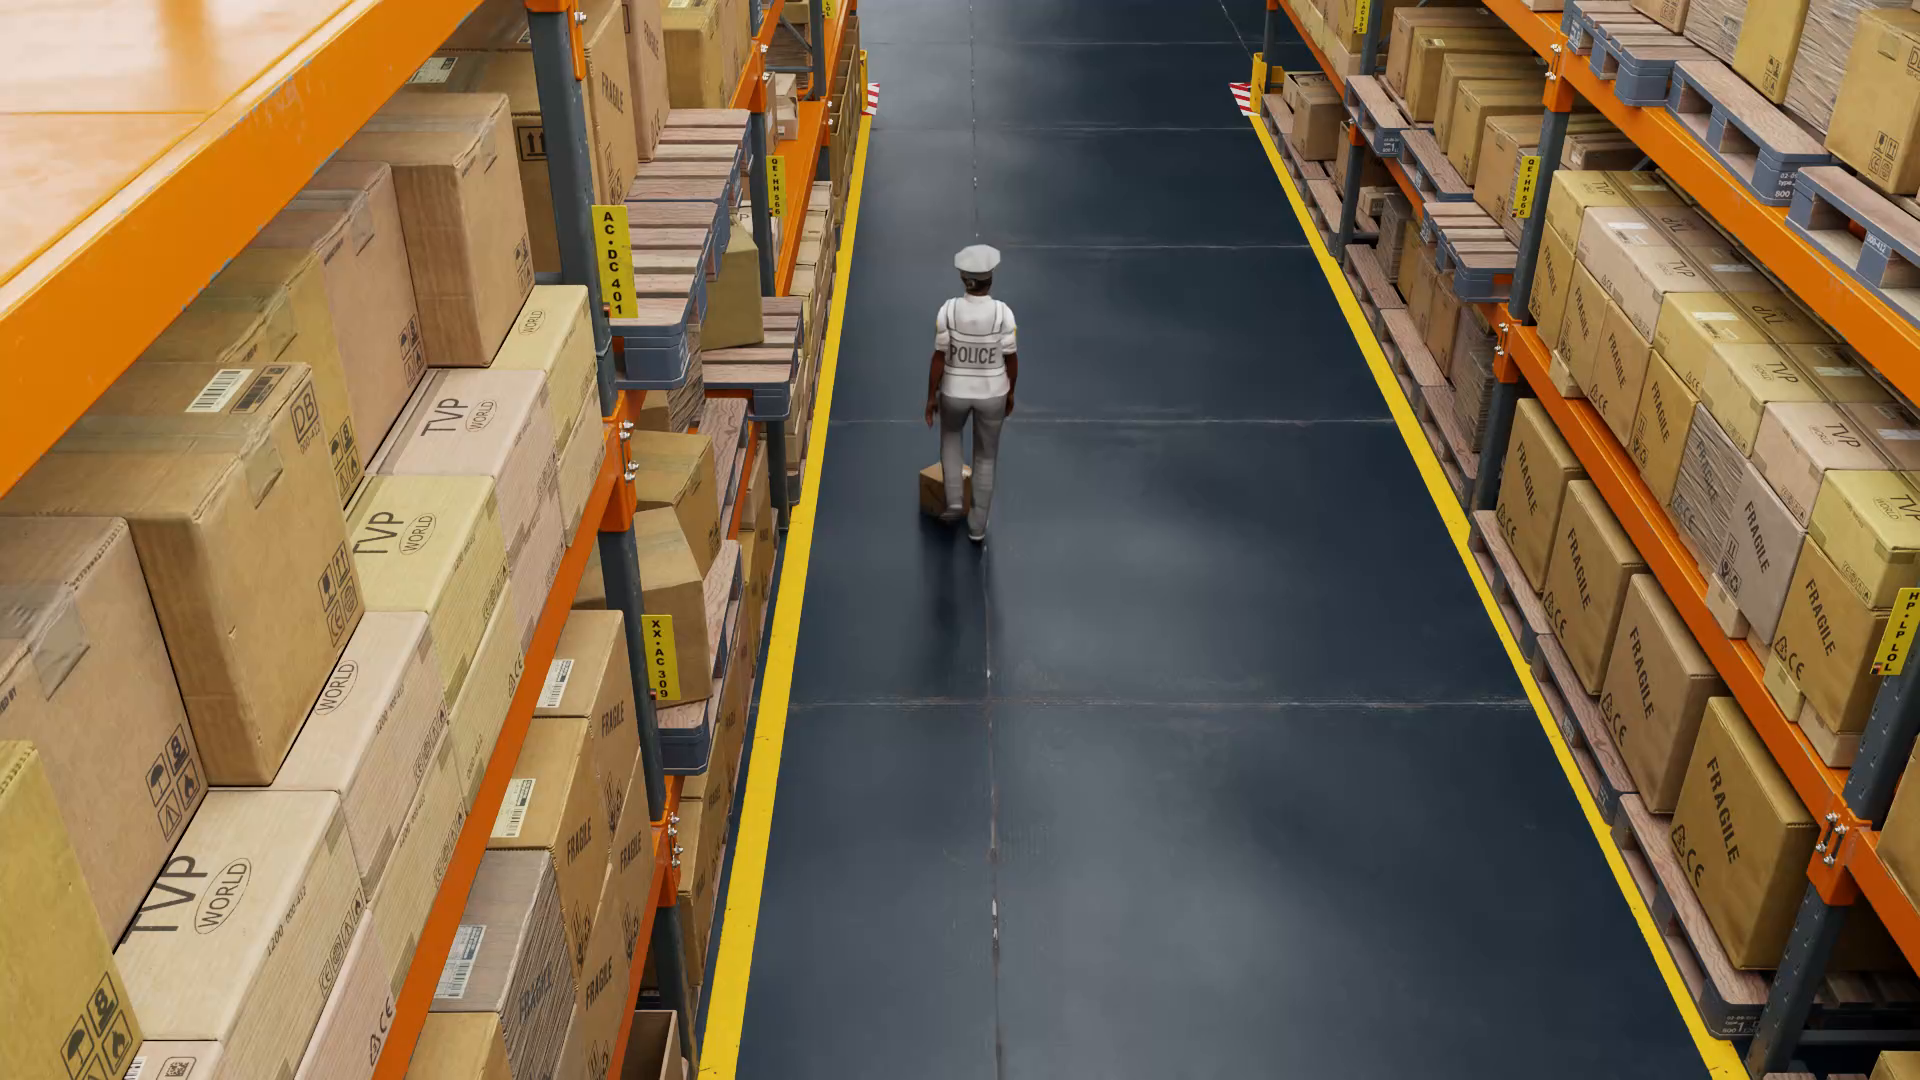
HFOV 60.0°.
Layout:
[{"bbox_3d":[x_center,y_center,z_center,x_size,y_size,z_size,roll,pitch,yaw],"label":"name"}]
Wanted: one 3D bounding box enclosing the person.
[{"bbox_3d":[0.069,-0.793,9.206,0.497,1.705,0.481,4,32,6],"label":"person"}]
